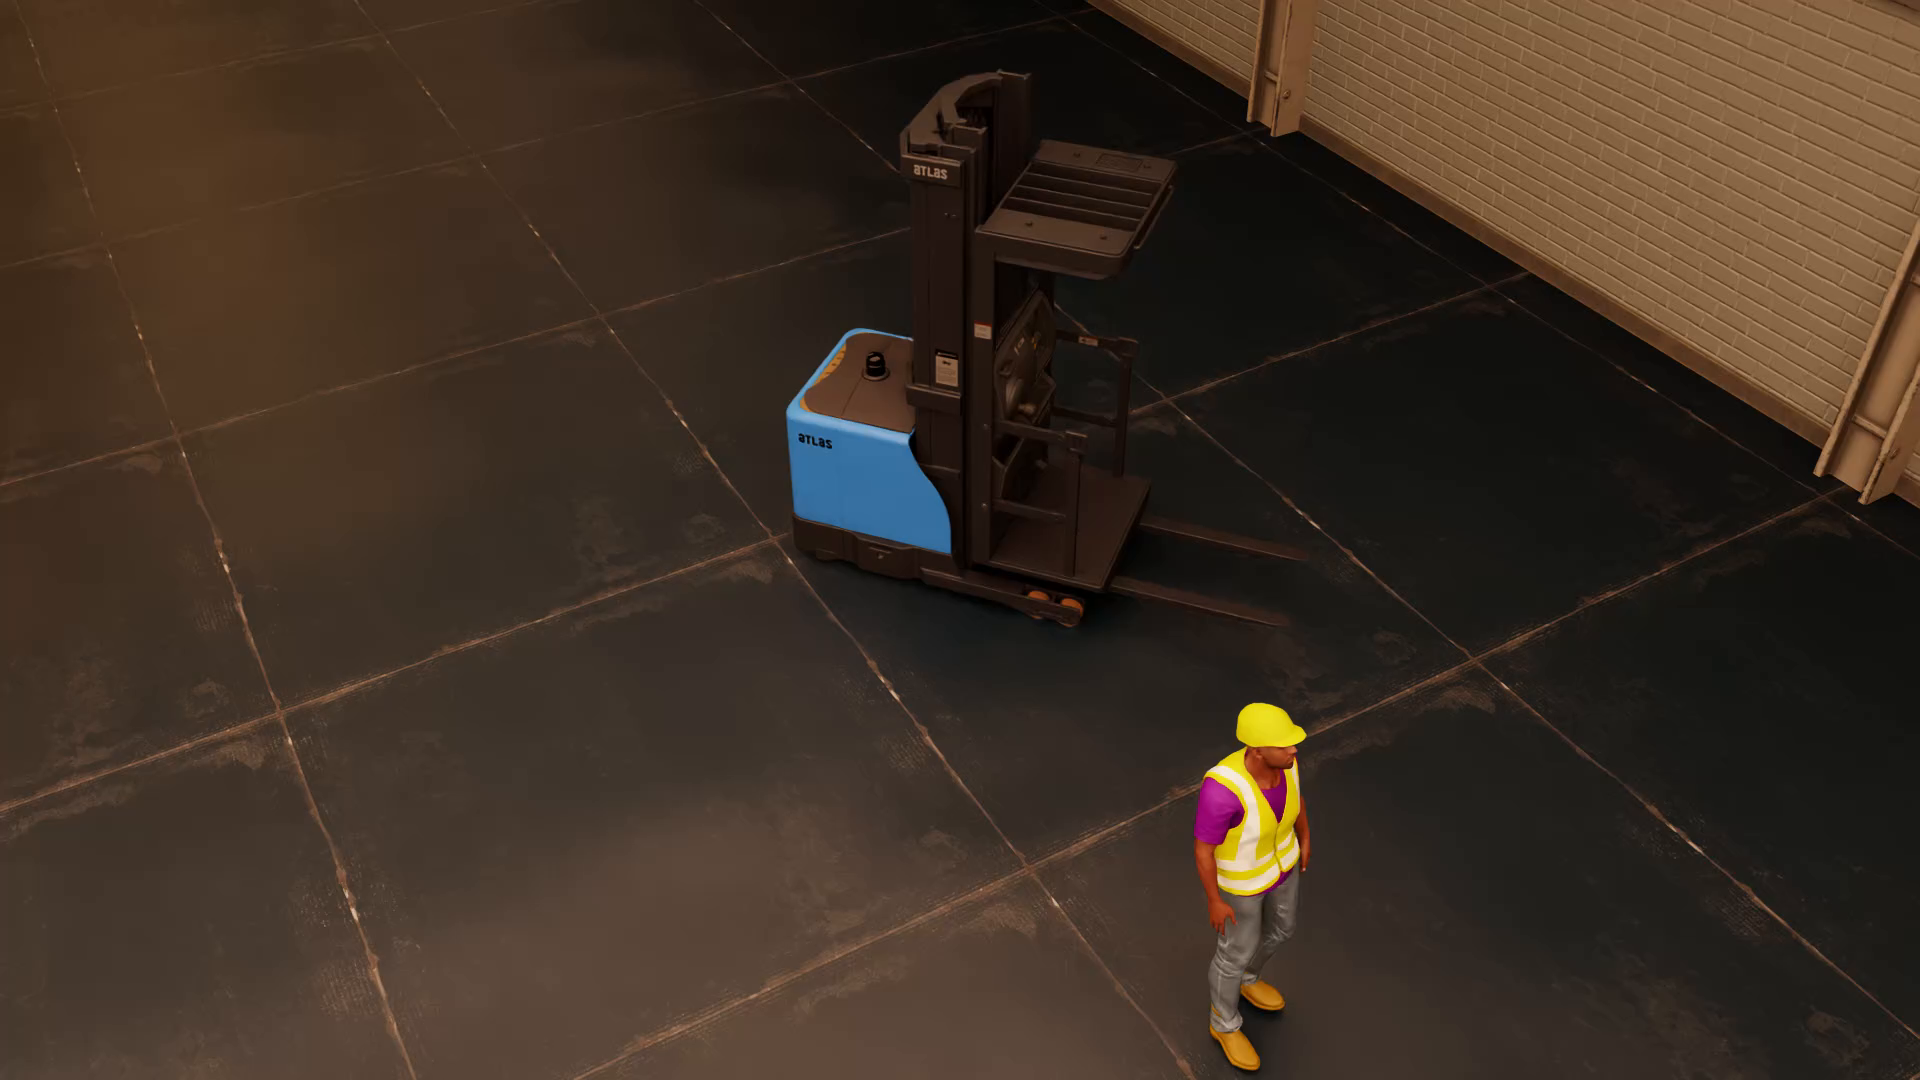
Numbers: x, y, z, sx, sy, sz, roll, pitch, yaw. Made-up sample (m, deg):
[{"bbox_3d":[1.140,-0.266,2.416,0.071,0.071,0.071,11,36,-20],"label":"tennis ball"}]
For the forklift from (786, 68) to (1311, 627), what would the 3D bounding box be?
[{"bbox_3d":[0.548,-1.008,9.251,3.031,2.935,1.130,13,42,16],"label":"forklift"}]

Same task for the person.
[{"bbox_3d":[1.322,1.454,7.186,0.666,1.761,0.590,-31,49,-32],"label":"person"}]
